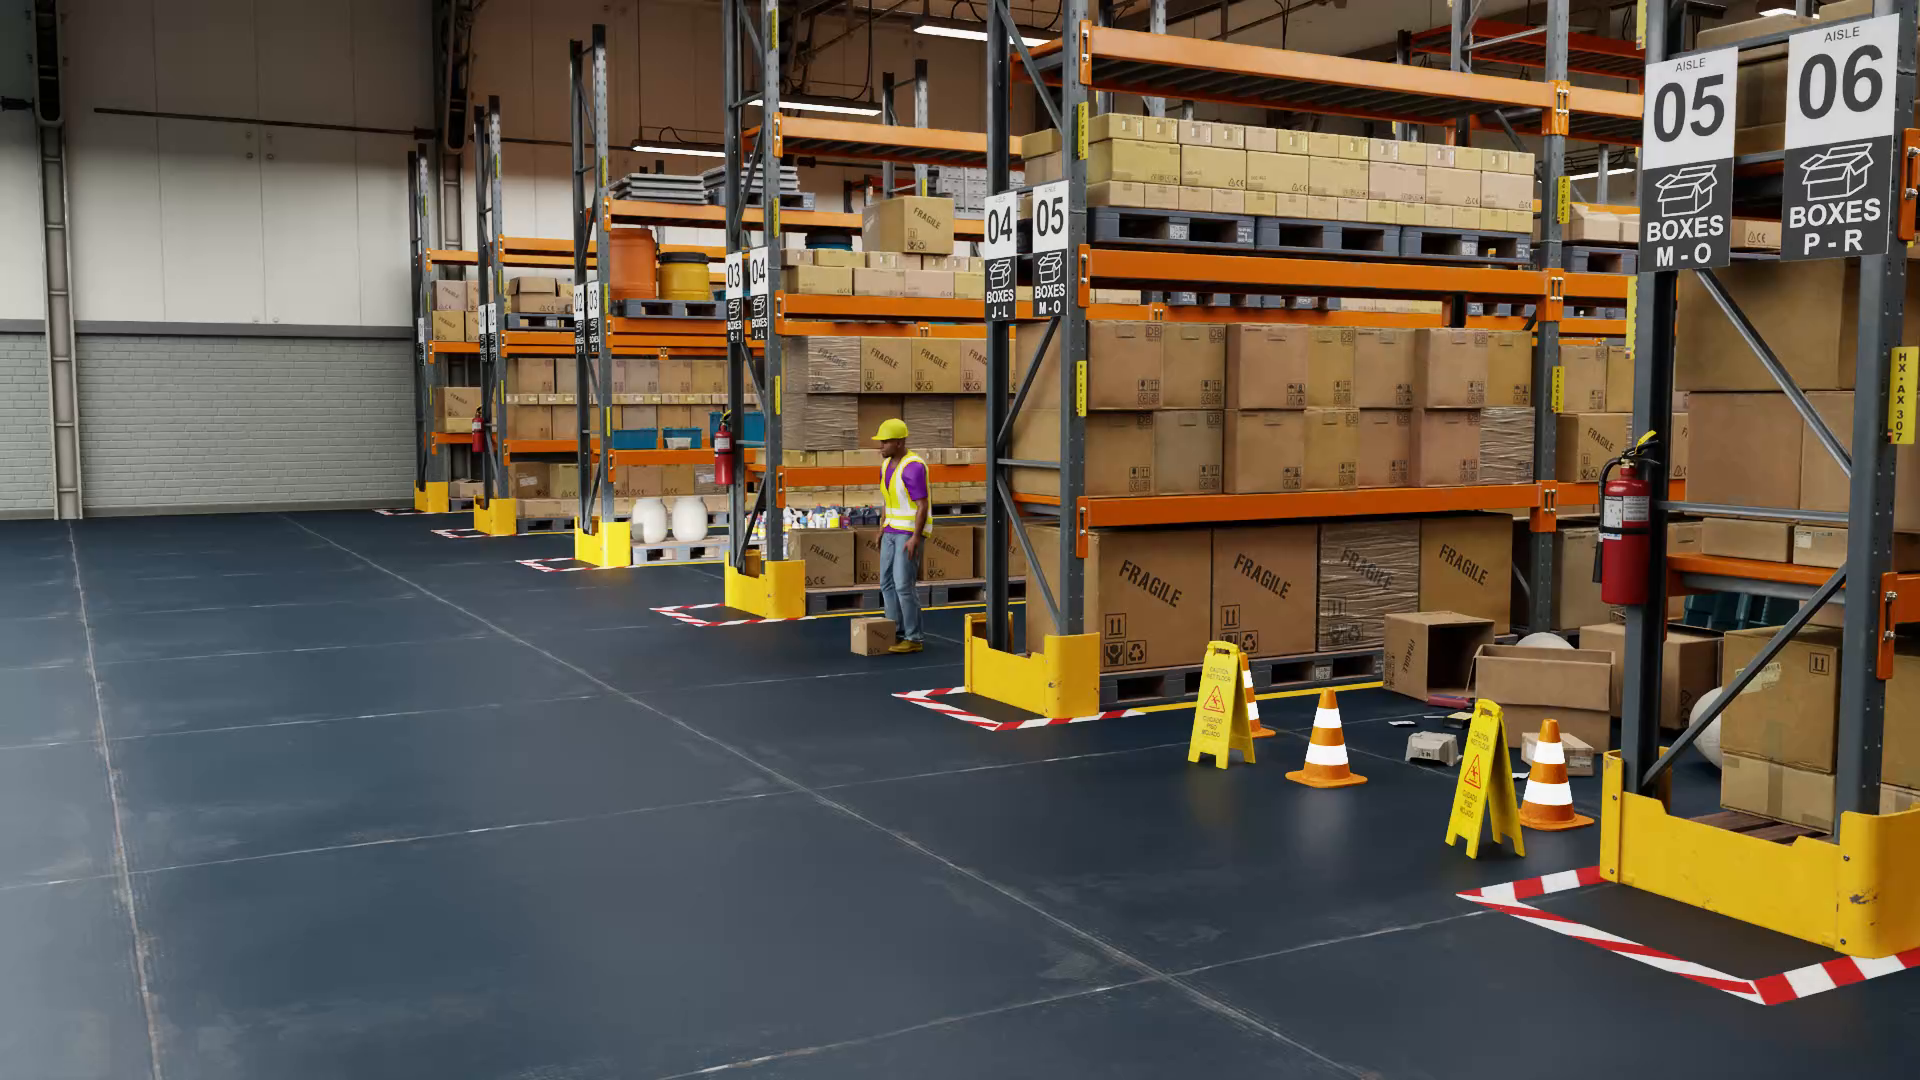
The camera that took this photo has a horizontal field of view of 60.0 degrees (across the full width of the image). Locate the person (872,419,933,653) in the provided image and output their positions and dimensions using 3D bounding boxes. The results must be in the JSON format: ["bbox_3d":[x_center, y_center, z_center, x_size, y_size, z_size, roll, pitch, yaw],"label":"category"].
[{"bbox_3d":[-0.460,-0.038,12.586,0.460,1.760,0.625,-3,6,-29],"label":"person"}]
